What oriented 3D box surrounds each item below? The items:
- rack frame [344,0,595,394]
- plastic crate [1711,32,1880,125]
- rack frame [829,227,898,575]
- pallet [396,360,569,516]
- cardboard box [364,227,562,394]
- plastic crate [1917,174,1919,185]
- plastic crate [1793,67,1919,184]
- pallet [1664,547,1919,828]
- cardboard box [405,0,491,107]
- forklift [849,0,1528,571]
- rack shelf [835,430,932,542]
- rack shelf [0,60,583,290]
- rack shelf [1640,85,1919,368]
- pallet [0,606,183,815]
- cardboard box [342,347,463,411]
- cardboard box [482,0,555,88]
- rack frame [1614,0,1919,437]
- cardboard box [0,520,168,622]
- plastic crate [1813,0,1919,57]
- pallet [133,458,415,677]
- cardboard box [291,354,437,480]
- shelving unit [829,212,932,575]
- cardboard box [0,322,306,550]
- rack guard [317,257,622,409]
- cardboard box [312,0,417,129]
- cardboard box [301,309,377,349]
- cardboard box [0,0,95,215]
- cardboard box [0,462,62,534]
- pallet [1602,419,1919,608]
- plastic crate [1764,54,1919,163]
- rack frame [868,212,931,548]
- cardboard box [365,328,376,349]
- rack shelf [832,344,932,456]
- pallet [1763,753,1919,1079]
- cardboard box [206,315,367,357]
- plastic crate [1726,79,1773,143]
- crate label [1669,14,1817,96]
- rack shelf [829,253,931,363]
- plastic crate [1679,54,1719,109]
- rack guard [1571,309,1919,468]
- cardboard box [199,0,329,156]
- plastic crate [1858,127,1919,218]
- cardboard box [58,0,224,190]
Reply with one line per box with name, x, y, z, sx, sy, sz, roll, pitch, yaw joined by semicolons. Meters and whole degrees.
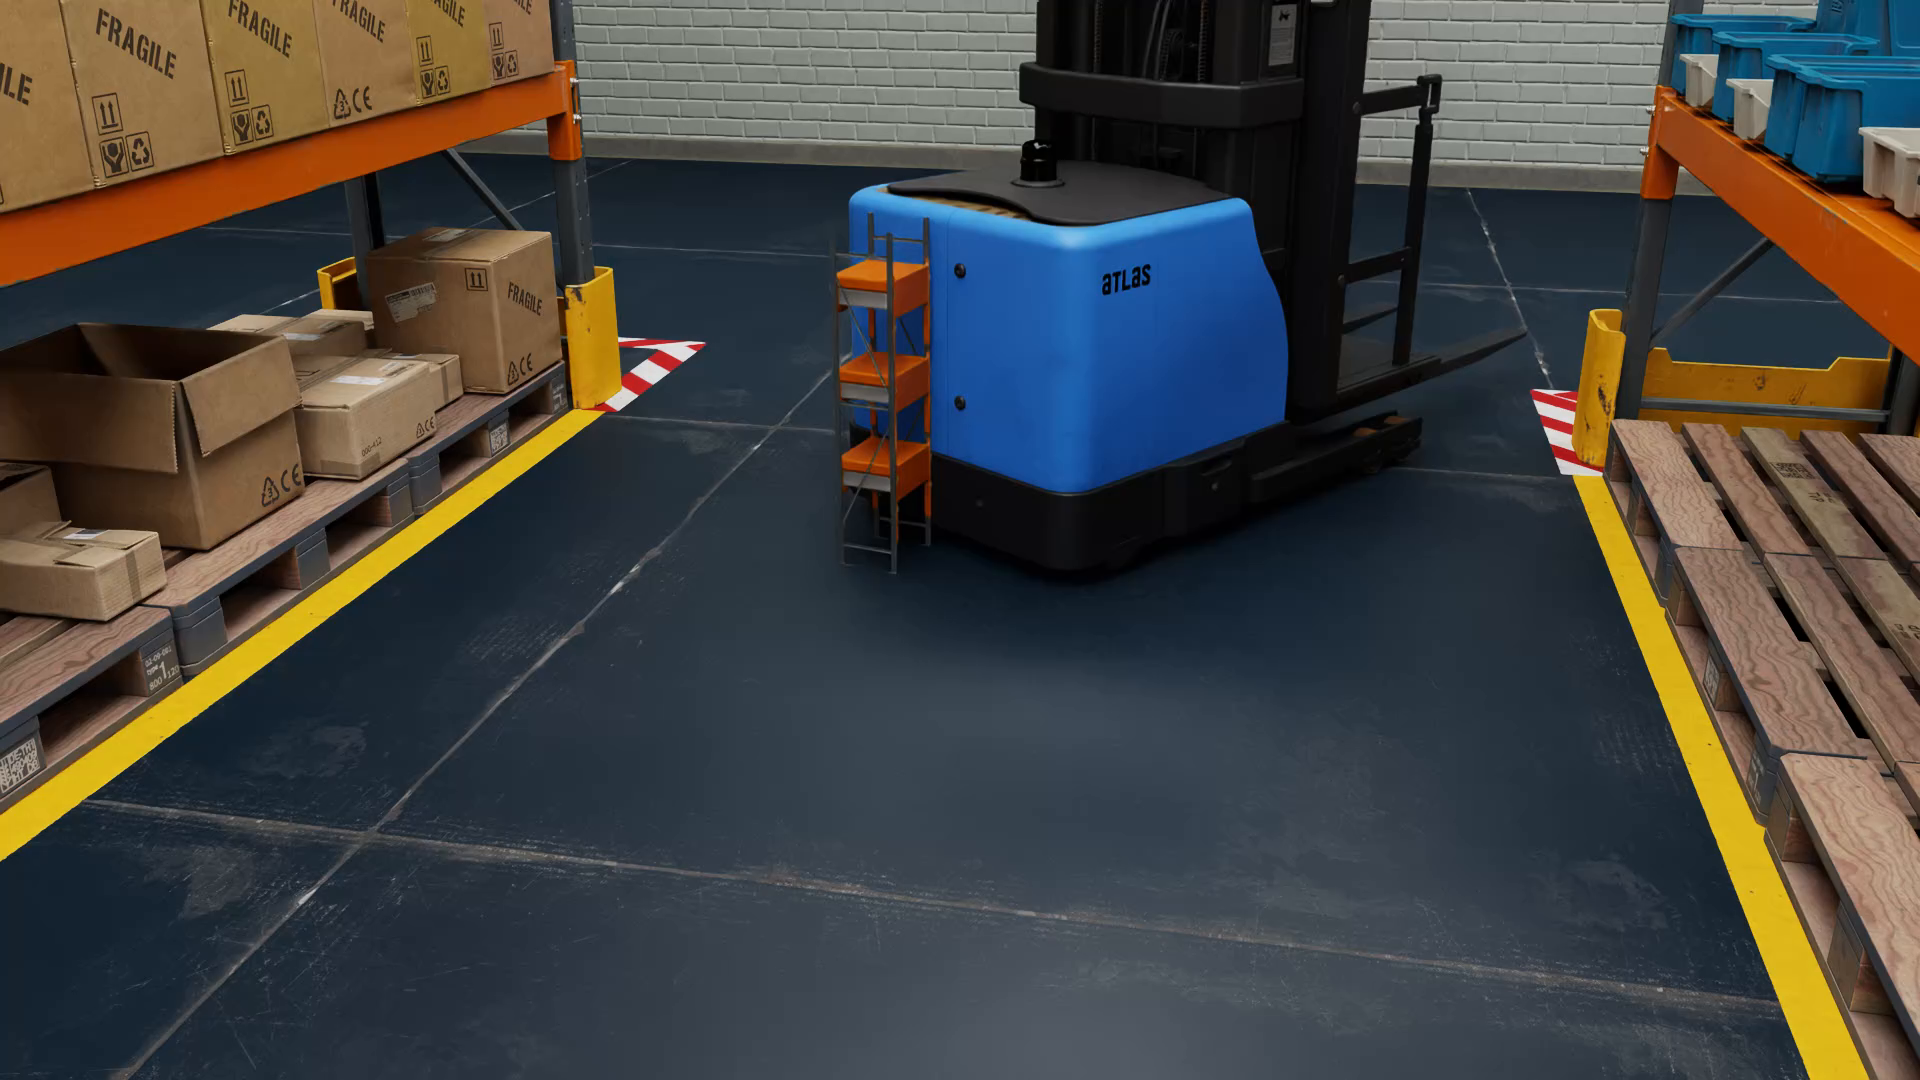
rack frame;-1.985;-2.046;6.418;1.000;3.000;0.127;4;22;11
plastic crate;2.357;-1.311;4.737;0.416;0.233;0.300;4;22;11
rack frame;-0.283;-0.395;4.929;0.200;1.050;0.008;9;24;22
pallet;-2.162;-0.433;6.146;1.003;0.211;1.213;4;22;11
cardboard box;-1.855;-0.873;6.262;0.500;0.500;0.500;4;22;11
plastic crate;2.013;-0.534;2.952;0.437;0.125;0.590;4;22;11
plastic crate;2.161;-0.960;3.867;0.416;0.233;0.300;4;22;11
pallet;2.406;0.370;4.152;1.003;0.211;1.213;4;22;11
cardboard box;-1.912;-1.718;5.469;0.500;0.500;0.500;5;22;11
forklift;1.044;-1.719;5.699;3.031;2.935;1.130;-20;29;-40
rack shelf;-0.233;-0.169;5.140;0.215;0.259;0.240;9;24;22
rack shelf;-2.393;-0.981;4.736;1.077;0.370;4.000;4;22;11
rack shelf;2.455;-0.602;3.795;1.077;0.370;4.000;4;22;11
pallet;-2.660;0.460;3.930;1.003;0.211;1.213;4;22;11
cardboard box;-2.025;-0.577;5.974;0.380;0.166;0.250;4;22;11
cardboard box;-1.810;-1.908;5.941;0.500;0.500;0.500;5;23;13
rack frame;2.864;-1.667;5.477;1.000;3.000;0.127;4;22;11
cardboard box;-2.337;0.073;4.360;0.380;0.166;0.250;4;22;11
plastic crate;2.978;-1.574;5.120;0.616;0.435;0.499;4;22;11
pallet;-2.413;0.012;5.041;1.003;0.211;1.213;4;22;11
cardboard box;-2.078;-0.412;5.452;0.500;0.250;0.500;4;22;11
shelving unit;-0.233;-0.437;5.032;0.215;1.050;0.252;9;24;22
cardboard box;-2.423;-0.316;4.877;0.797;0.503;0.637;4;22;11
rack guard;-2.000;-0.858;6.816;1.175;0.500;0.348;4;22;11
cardboard box;-2.019;-1.536;5.017;0.500;0.500;0.500;5;22;11
cardboard box;-2.407;-0.800;6.553;0.380;0.149;0.250;4;22;11
cardboard box;-2.329;-0.982;3.644;0.500;0.500;0.500;5;22;12
cardboard box;-2.809;-0.044;4.458;0.500;0.311;0.500;4;22;11
pallet;2.657;-0.075;5.256;1.003;0.211;1.213;4;22;11
plastic crate;2.222;-1.070;4.139;0.416;0.233;0.300;4;22;11
rack frame;-0.184;-0.478;5.135;0.200;1.050;0.008;9;24;22
cardboard box;-2.458;-0.717;6.323;0.380;0.166;0.250;4;22;11
rack shelf;-0.233;-0.427;5.036;0.215;0.259;0.240;9;24;22
pallet;2.159;0.818;3.041;1.003;0.211;1.213;4;22;11
cardboard box;-2.475;-0.614;5.955;0.500;0.250;0.500;4;22;11
plastic crate;2.206;-1.148;4.461;0.250;0.136;0.298;4;22;11
crate label;2.491;-1.552;5.335;0.416;0.233;0.303;4;22;11
rack shelf;-0.233;-0.690;4.930;0.215;0.259;0.240;9;24;22
plastic crate;2.344;-1.396;5.077;0.250;0.136;0.298;4;22;11
rack guard;2.856;-0.517;5.968;1.175;0.500;0.348;4;22;11
cardboard box;-2.122;-1.351;4.560;0.500;0.500;0.500;4;22;10
plastic crate;2.108;-0.769;3.521;0.293;0.136;0.466;4;22;11
cardboard box;-2.225;-1.165;4.098;0.500;0.500;0.500;4;22;11
